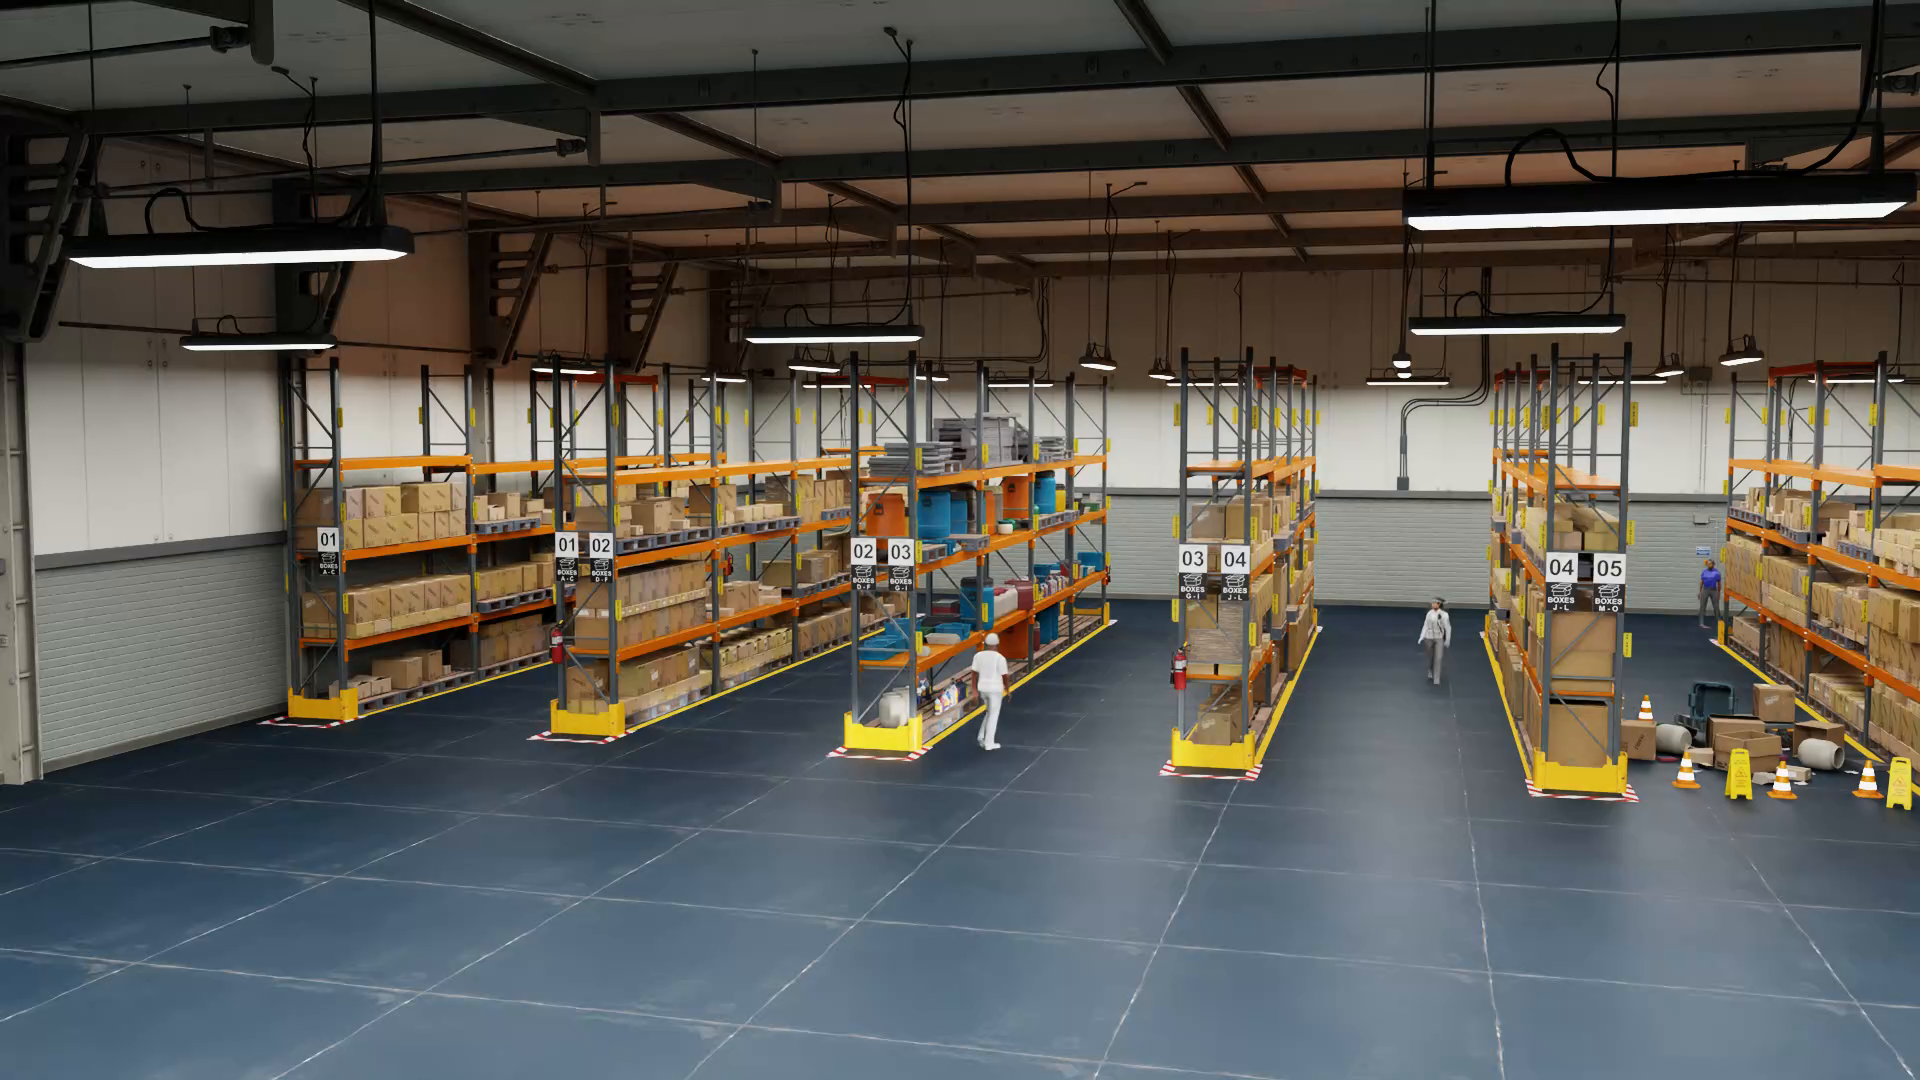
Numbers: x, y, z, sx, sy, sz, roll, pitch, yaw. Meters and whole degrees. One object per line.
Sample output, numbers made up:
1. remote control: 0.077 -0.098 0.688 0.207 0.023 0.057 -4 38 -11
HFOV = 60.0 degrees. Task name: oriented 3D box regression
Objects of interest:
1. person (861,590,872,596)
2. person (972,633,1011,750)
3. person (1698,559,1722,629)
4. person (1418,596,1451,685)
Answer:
1. person: -2.490 0.999 43.356 0.502 1.685 0.561 2 5 22
2. person: 0.507 2.287 25.023 0.454 1.795 0.548 -4 6 -42
3. person: 17.850 1.274 39.544 0.544 1.660 0.398 2 4 21
4. person: 8.977 1.867 31.437 0.590 1.644 0.948 1 4 17
